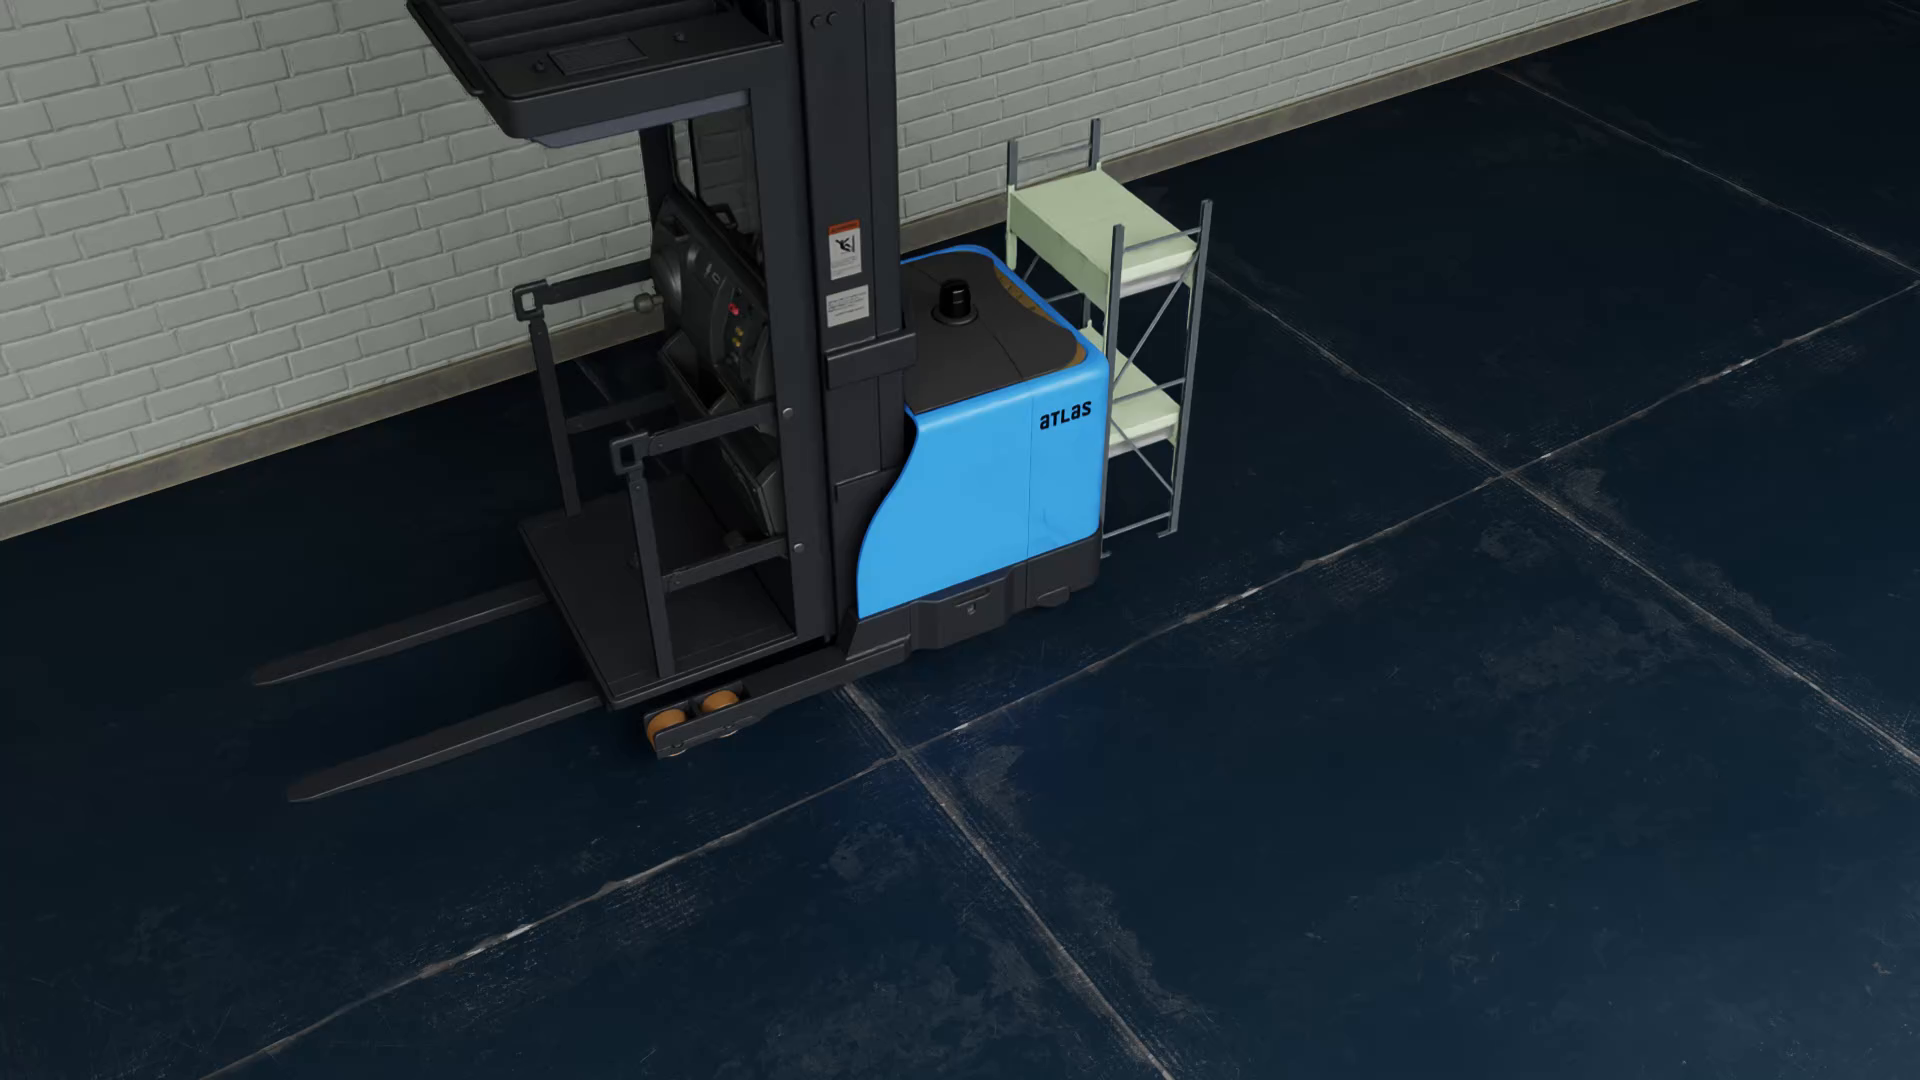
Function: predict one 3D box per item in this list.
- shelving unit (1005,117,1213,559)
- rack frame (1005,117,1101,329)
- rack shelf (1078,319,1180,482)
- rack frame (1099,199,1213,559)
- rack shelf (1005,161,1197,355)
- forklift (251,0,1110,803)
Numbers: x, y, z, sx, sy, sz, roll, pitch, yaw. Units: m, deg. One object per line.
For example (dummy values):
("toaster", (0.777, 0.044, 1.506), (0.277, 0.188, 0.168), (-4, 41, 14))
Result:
("shelving unit", (0.531, -0.762, 6.493), (0.431, 1.500, 0.755), (-19, 43, -21))
("rack frame", (0.357, -0.968, 6.740), (0.400, 1.500, 0.023), (-19, 43, -21))
("rack shelf", (0.531, -0.512, 6.702), (0.431, 0.370, 0.720), (-19, 43, -21))
("rack frame", (0.705, -0.556, 6.246), (0.400, 1.500, 0.023), (-19, 43, -21))
("rack shelf", (0.531, -1.062, 6.243), (0.431, 0.370, 0.720), (-19, 43, -21))
("forklift", (-1.000, -0.755, 5.366), (3.031, 2.935, 1.130), (-19, 43, -21))
